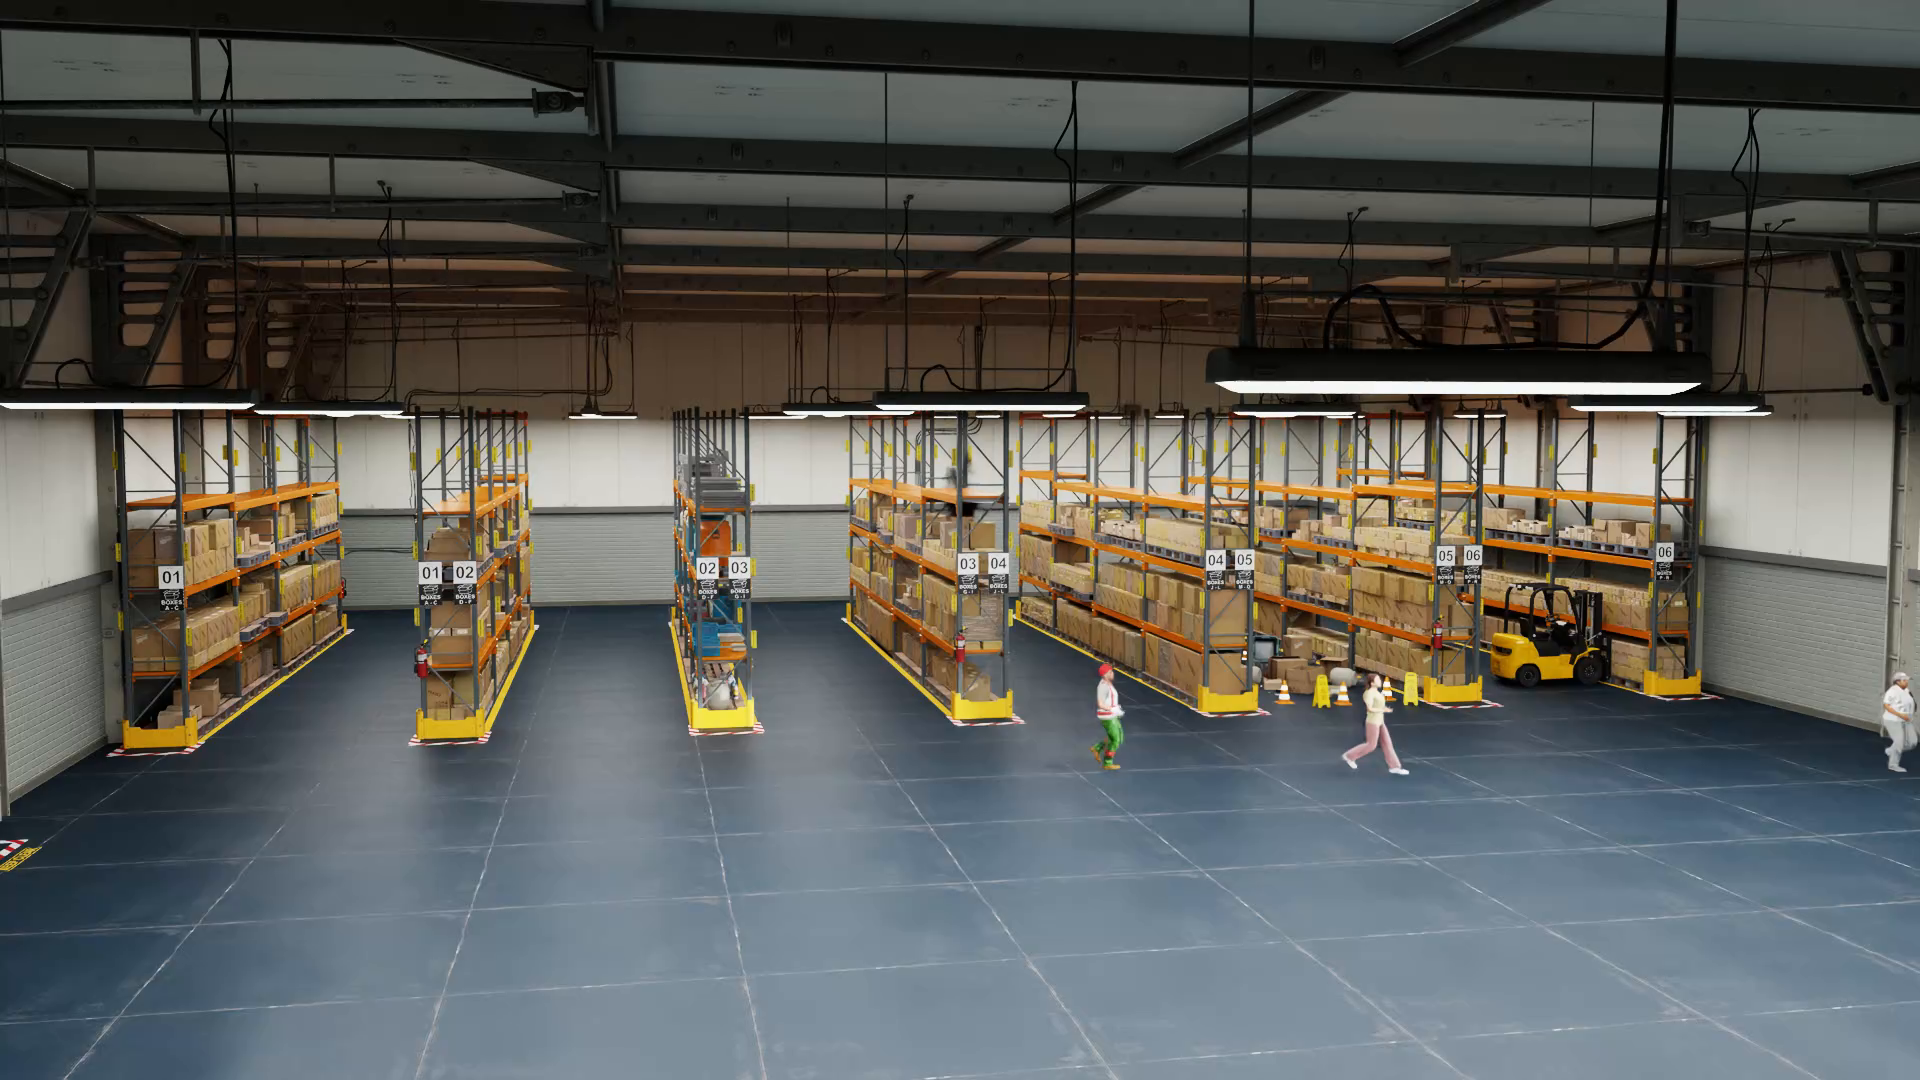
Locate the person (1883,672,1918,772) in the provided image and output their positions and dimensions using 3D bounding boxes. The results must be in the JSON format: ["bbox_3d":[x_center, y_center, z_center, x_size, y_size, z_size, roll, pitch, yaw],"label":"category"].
[{"bbox_3d":[15.364,2.974,27.226,0.611,1.631,0.545,-2,5,-28],"label":"person"}]

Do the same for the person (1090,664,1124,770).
[{"bbox_3d":[2.431,2.908,27.341,0.615,1.738,0.652,1,4,15],"label":"person"}]

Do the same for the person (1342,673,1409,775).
[{"bbox_3d":[6.729,2.960,26.872,1.053,1.621,0.588,2,5,26],"label":"person"}]
